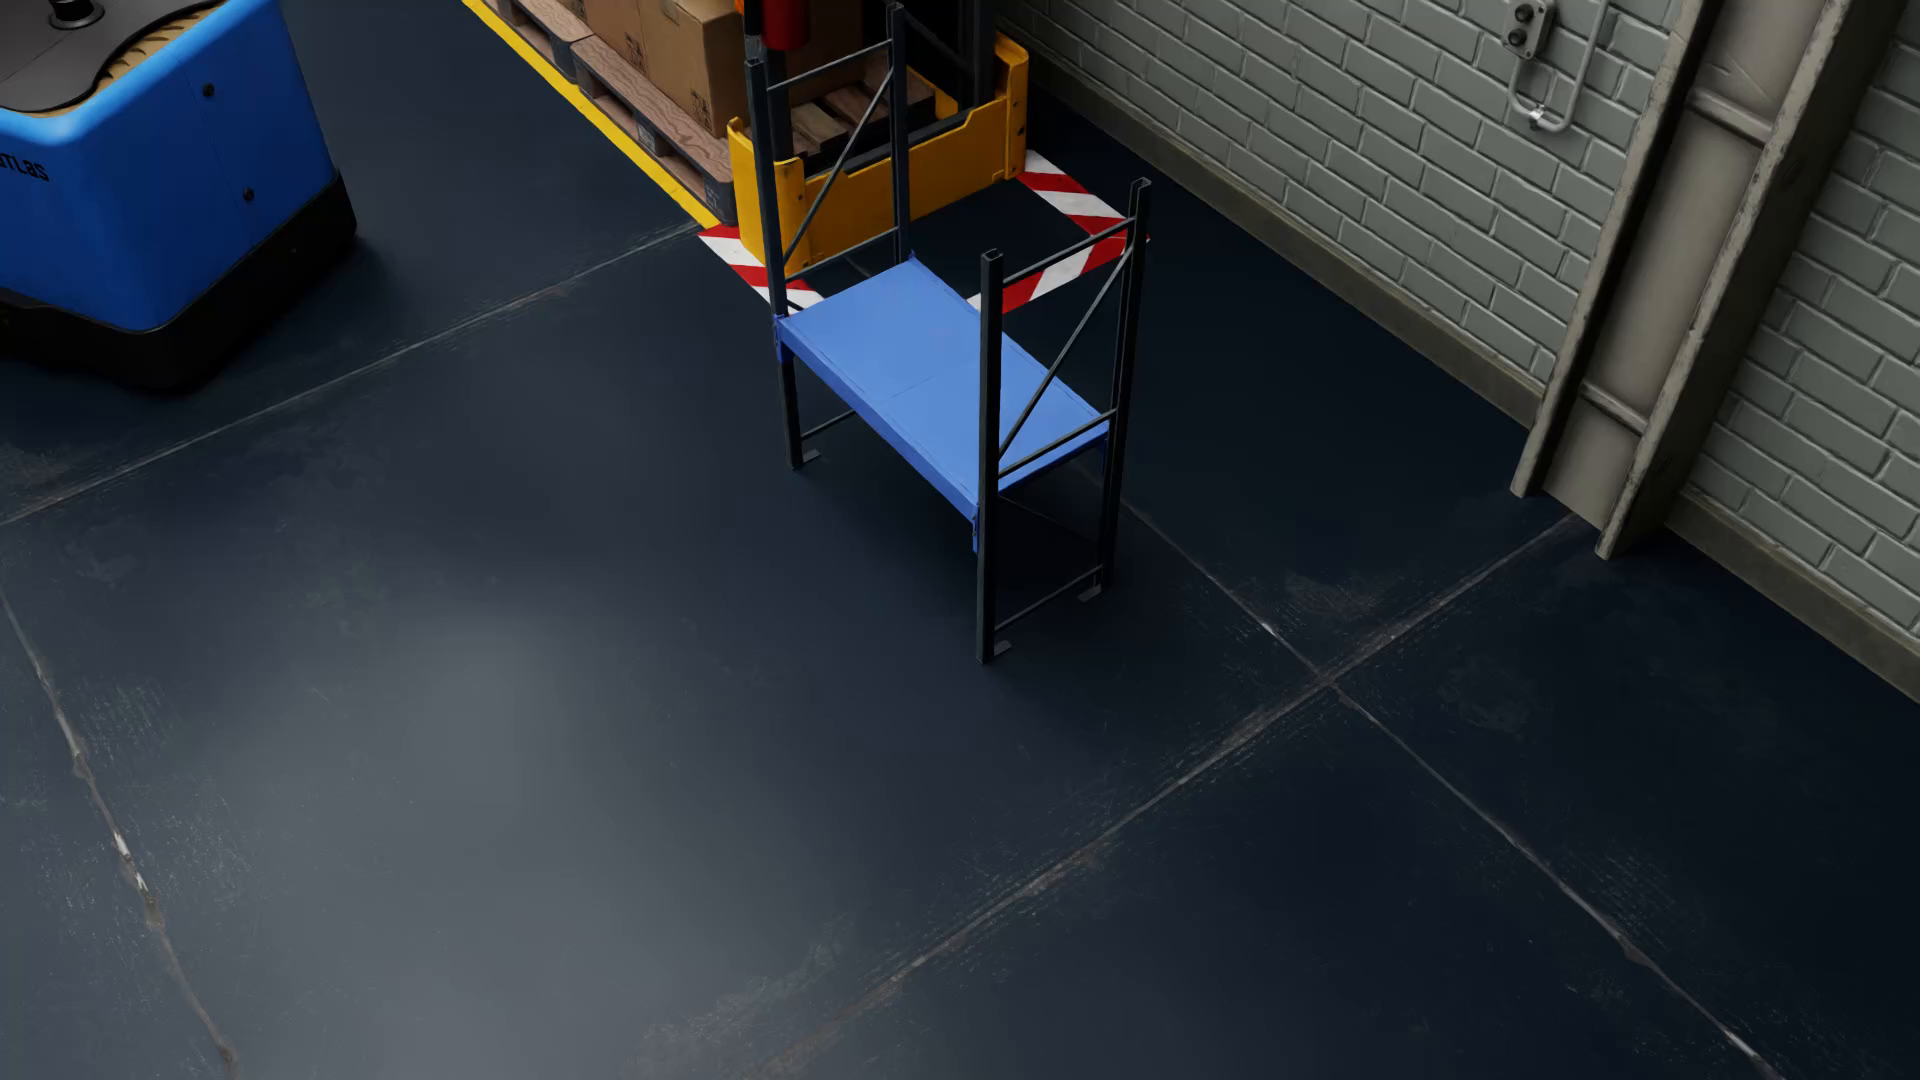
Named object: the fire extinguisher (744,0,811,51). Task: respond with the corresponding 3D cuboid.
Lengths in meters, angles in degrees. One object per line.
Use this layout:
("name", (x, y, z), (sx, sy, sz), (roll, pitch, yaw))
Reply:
("fire extinguisher", (-0.576, -1.881, 5.235), (0.296, 0.674, 0.183), (-29, 54, -24))

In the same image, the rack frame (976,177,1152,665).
("rack frame", (0.256, -0.254, 4.468), (0.500, 1.500, 0.032), (-29, 54, -24))

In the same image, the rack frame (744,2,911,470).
("rack frame", (-0.359, -0.854, 5.012), (0.500, 1.500, 0.032), (-29, 54, -24))

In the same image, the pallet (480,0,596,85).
("pallet", (-1.581, -2.547, 7.417), (1.003, 0.211, 1.213), (-29, 54, -24))

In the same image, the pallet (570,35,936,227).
("pallet", (-0.846, -1.828, 6.765), (1.003, 0.211, 1.213), (-29, 54, -24))

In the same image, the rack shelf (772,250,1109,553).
("rack shelf", (-0.052, -0.433, 4.873), (0.538, 0.185, 1.000), (-29, 54, -24))

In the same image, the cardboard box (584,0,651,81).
("cardboard box", (-1.106, -2.293, 6.708), (0.700, 0.500, 0.500), (-30, 54, -24))

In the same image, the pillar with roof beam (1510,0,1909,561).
("pillar with roof beam", (-1.403, -1.208, 0.271), (9.100, 9.000, 0.400), (-29, 54, -24))

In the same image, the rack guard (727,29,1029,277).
("rack guard", (-0.285, -1.475, 6.250), (1.175, 0.500, 0.348), (-29, 54, -24))

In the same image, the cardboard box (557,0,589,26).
("cardboard box", (-1.411, -2.589, 6.976), (0.700, 0.500, 0.500), (-31, 55, -25))

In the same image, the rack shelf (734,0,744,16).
("rack shelf", (-1.511, -3.266, 6.672), (1.077, 0.370, 4.000), (-29, 54, -24))

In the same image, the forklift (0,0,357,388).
("forklift", (-3.815, -2.233, 5.296), (3.031, 2.935, 1.130), (18, 50, 16))

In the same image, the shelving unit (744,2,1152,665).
("shelving unit", (-0.052, -0.554, 4.740), (0.538, 1.500, 1.048), (-29, 54, -24))

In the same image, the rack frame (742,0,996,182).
("rack frame", (-0.300, -2.328, 5.336), (1.000, 3.000, 0.127), (-29, 54, -24))

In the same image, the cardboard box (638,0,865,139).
("cardboard box", (-0.803, -1.998, 6.440), (0.700, 0.500, 0.500), (-29, 54, -24))

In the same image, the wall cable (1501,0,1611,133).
("wall cable", (1.228, -2.339, 4.660), (0.084, 1.984, 1.851), (-29, 54, -24))
